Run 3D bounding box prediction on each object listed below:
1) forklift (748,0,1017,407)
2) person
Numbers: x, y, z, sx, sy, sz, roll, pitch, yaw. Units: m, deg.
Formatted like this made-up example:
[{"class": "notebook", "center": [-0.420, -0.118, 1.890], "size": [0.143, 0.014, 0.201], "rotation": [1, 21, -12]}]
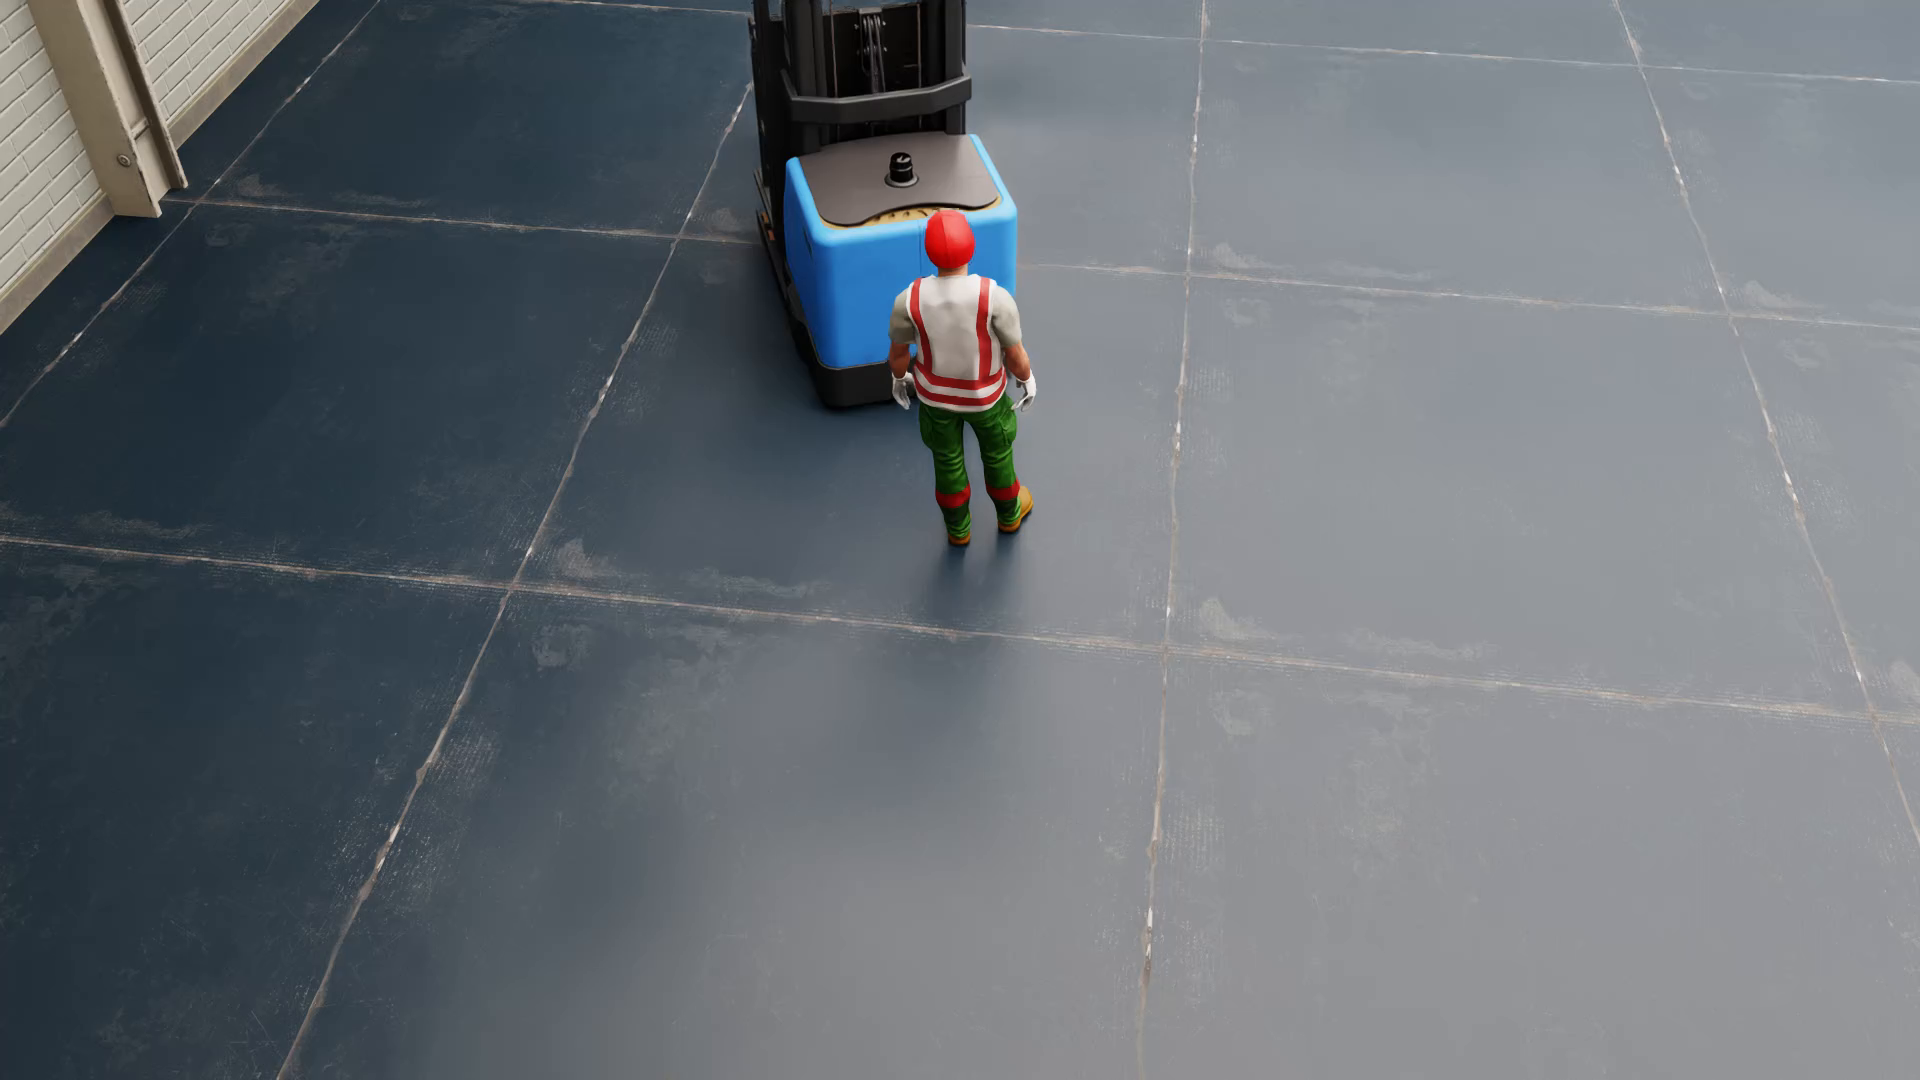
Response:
[{"class": "forklift", "center": [-0.569, -2.773, 8.743], "size": [1.130, 2.935, 3.031], "rotation": [-10, 44, -11]}, {"class": "person", "center": [0.022, -0.717, 7.338], "size": [0.638, 1.787, 0.564], "rotation": [5, 43, 6]}]
